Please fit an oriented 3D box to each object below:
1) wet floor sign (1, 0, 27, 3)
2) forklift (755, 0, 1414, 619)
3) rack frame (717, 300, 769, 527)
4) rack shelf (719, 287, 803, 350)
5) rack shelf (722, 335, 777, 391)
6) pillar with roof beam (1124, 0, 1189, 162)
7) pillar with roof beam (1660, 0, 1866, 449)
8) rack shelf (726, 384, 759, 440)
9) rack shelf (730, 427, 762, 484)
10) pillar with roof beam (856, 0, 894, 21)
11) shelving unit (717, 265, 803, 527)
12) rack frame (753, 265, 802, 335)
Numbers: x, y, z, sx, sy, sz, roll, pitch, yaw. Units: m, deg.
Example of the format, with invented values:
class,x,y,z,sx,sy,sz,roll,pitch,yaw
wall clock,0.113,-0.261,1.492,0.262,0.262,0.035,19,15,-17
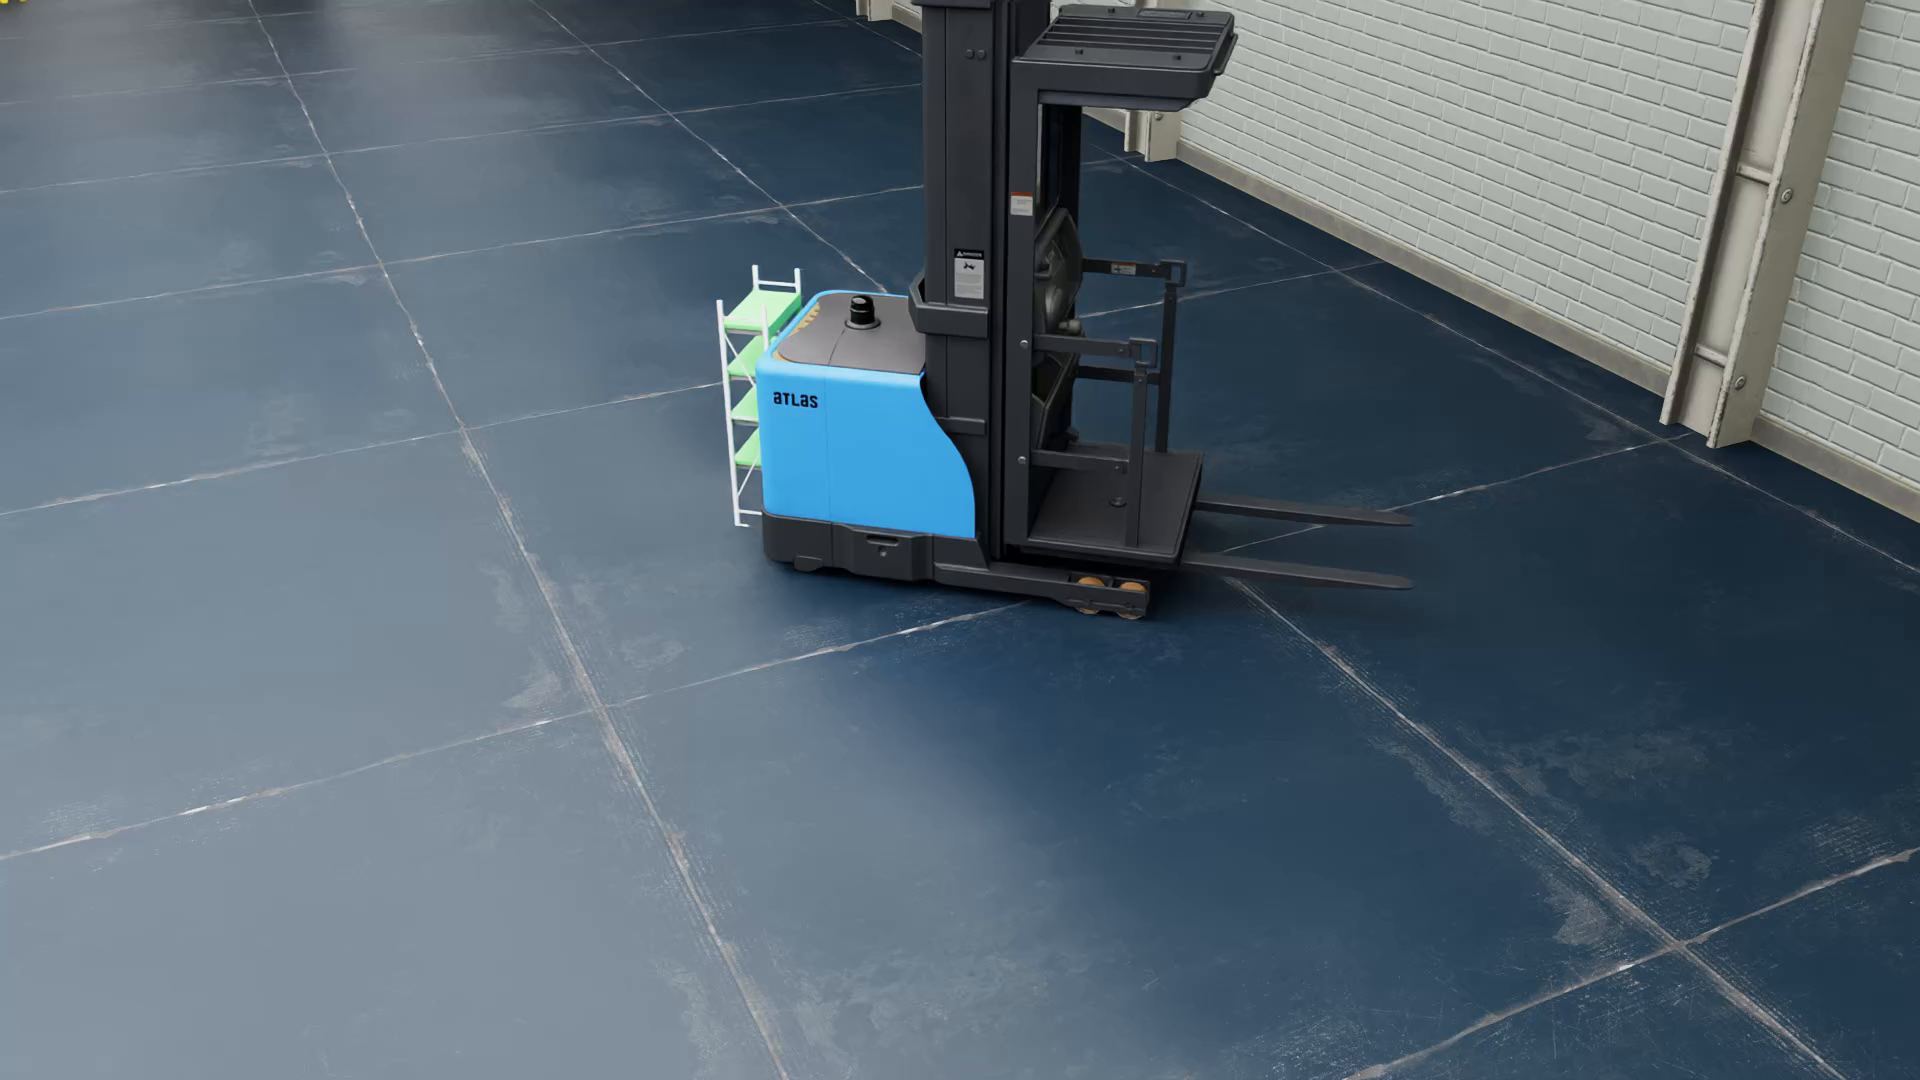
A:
class,x,y,z,sx,sy,sz,roll,pitch,yaw
wet floor sign,-11.154,-6.632,19.417,0.267,0.644,0.232,-19,35,-30
forklift,0.629,-1.203,7.399,3.031,2.935,1.130,7,30,12
rack frame,-1.017,-0.586,8.067,0.240,1.200,0.015,6,30,12
rack shelf,-0.962,-1.066,8.071,0.258,0.148,0.480,6,30,12
rack shelf,-0.960,-0.856,8.188,0.258,0.148,0.480,6,30,12
pillar with roof beam,-2.267,-6.292,10.271,9.100,9.000,0.400,-13,32,-22
pillar with roof beam,0.309,-3.642,5.544,9.100,9.000,0.400,-13,32,-22
rack shelf,-0.959,-0.646,8.305,0.258,0.148,0.480,6,30,12
rack shelf,-0.957,-0.437,8.422,0.258,0.148,0.480,6,30,12
pillar with roof beam,-4.843,-8.943,14.997,9.100,9.000,0.400,-13,32,-22
shelving unit,-0.959,-0.702,8.274,0.258,1.200,0.503,6,30,12
rack frame,-0.901,-0.818,8.480,0.240,1.200,0.015,6,30,12
